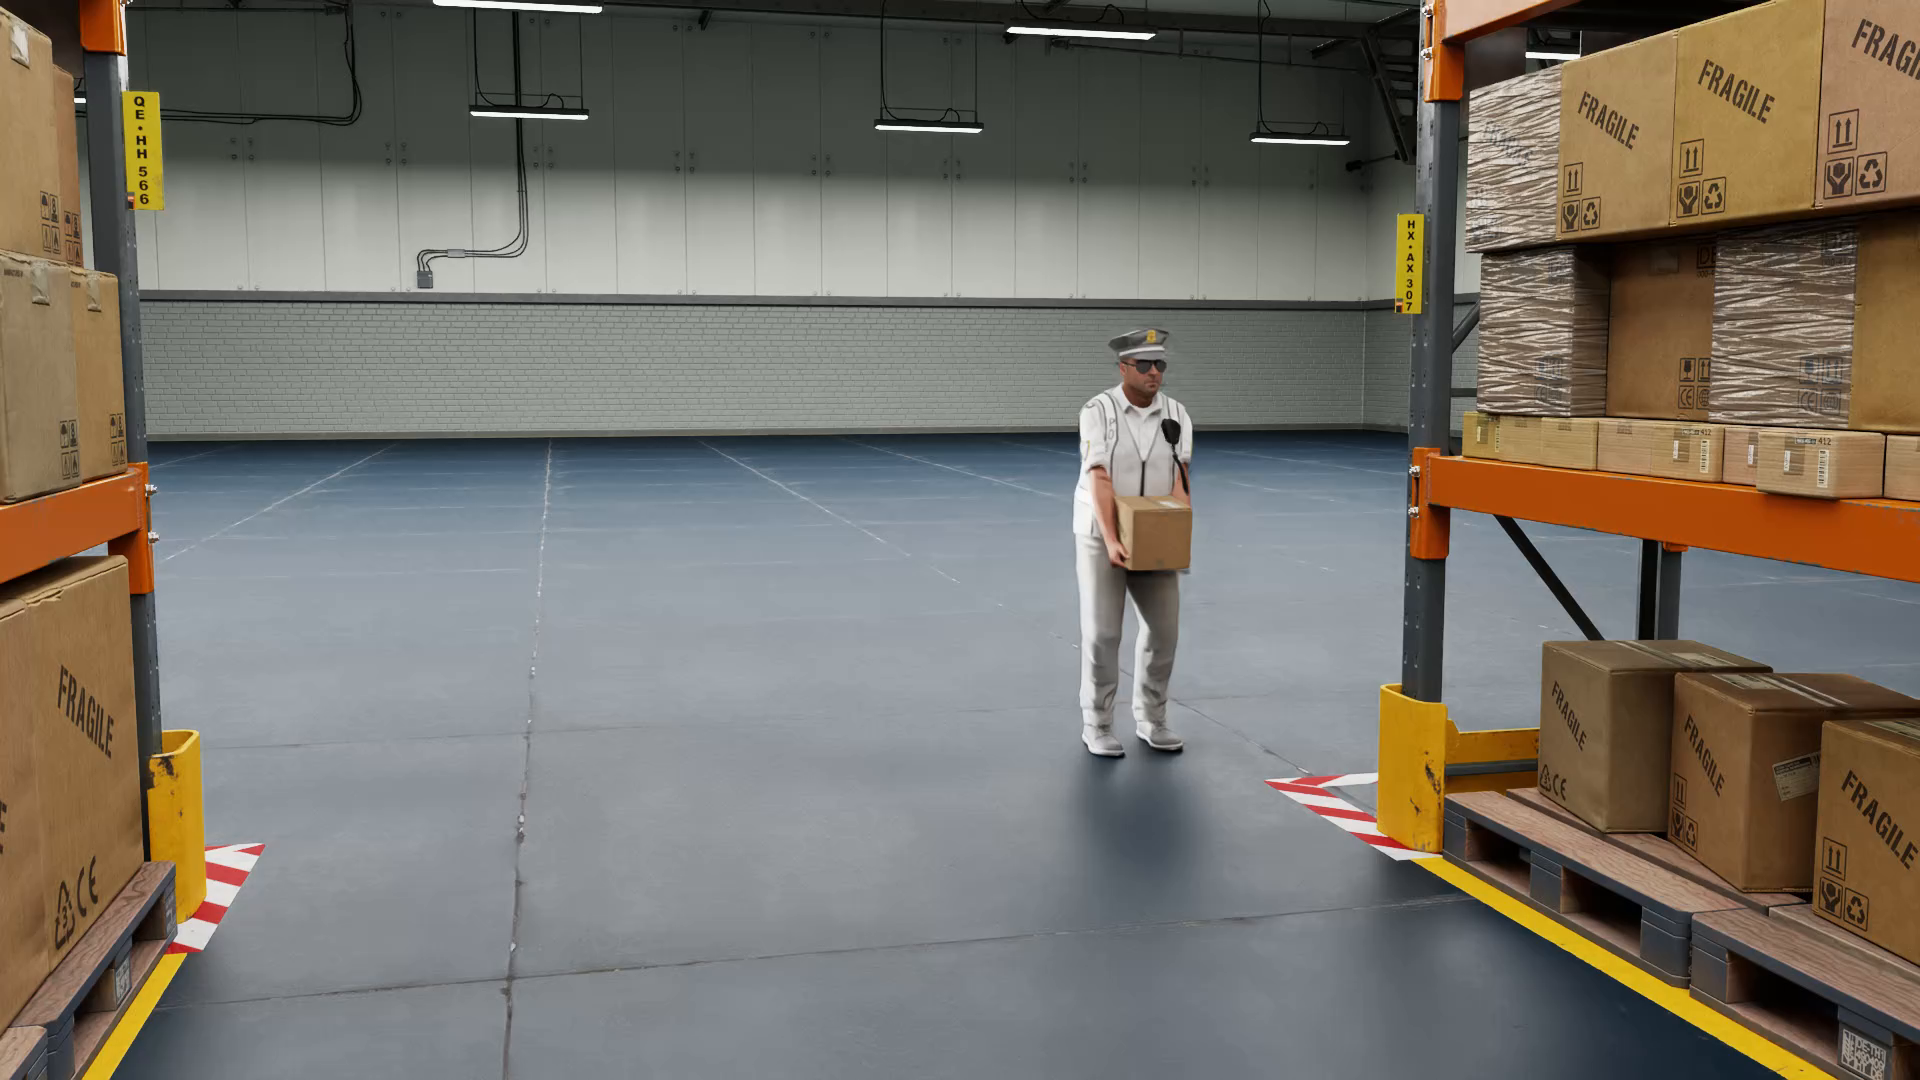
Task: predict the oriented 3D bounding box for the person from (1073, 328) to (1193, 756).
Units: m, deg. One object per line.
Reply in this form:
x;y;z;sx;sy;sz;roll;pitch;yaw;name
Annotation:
0.733;0.006;6.891;0.486;1.754;0.588;-2;6;-15;person
